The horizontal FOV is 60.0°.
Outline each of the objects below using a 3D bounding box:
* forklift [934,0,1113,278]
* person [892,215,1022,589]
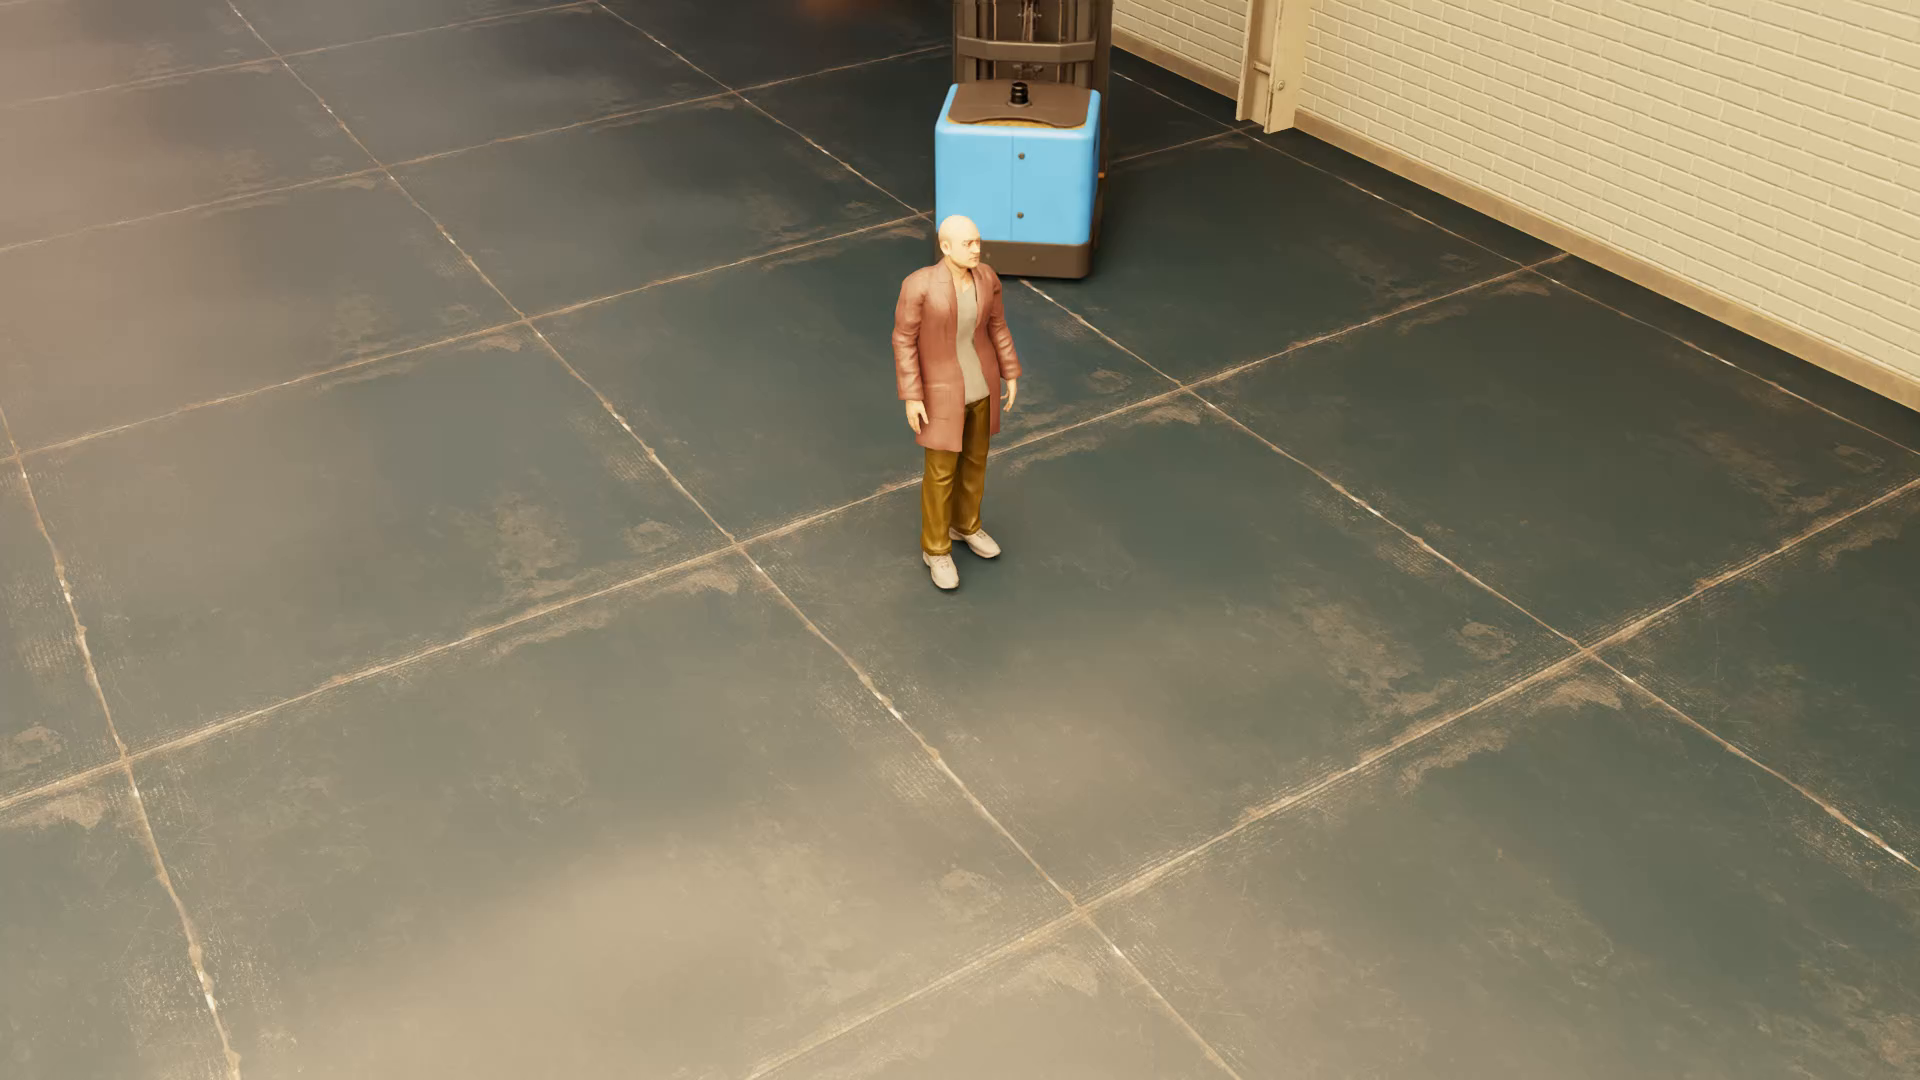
[{"bbox_3d":[0.526,-3.771,11.514,1.130,2.935,3.031,4,35,6],"label":"forklift"},{"bbox_3d":[0.045,-0.688,8.117,0.694,1.776,0.582,-21,40,-27],"label":"person"}]
